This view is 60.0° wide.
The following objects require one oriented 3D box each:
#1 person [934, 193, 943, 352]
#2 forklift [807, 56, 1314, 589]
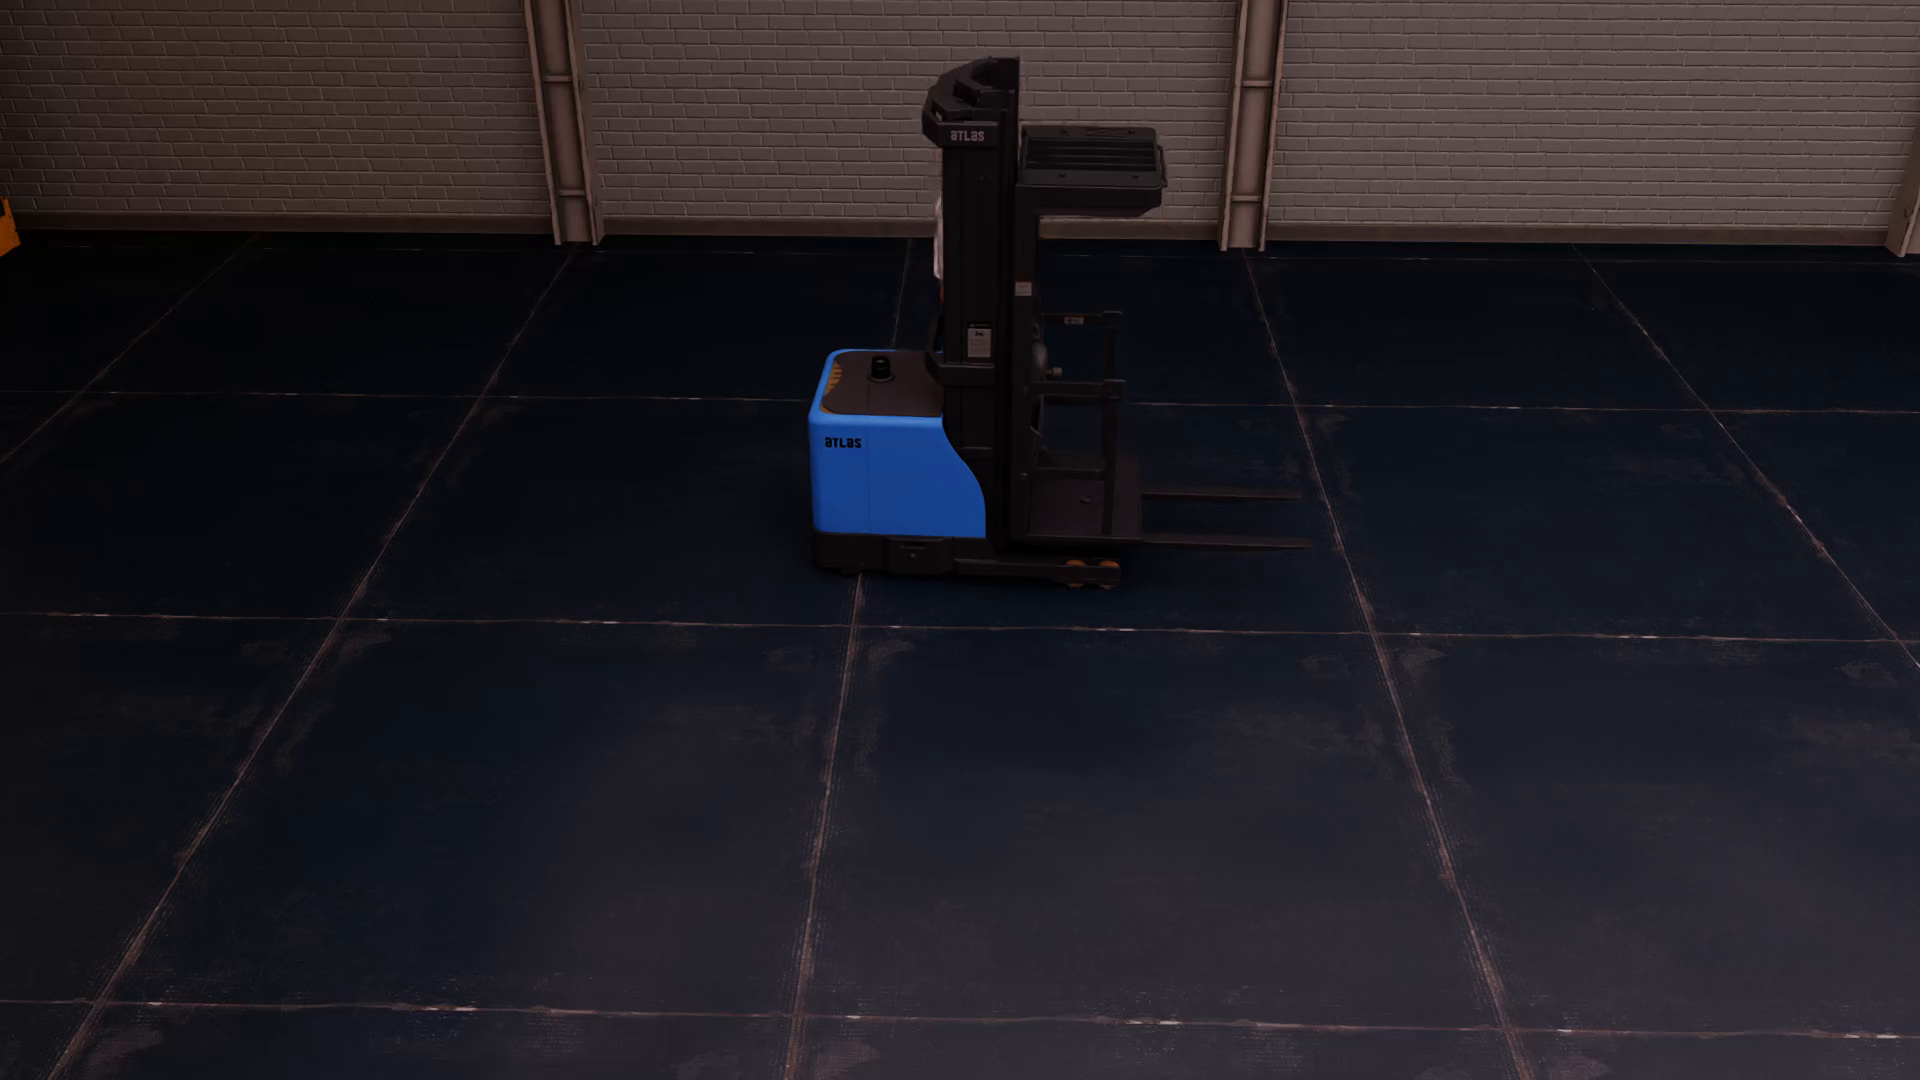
[{"bbox_3d":[-0.012,-1.900,11.642,0.432,1.720,0.852,4,31,7],"label":"person"},{"bbox_3d":[0.637,-1.251,9.736,3.031,2.935,1.130,2,31,3],"label":"forklift"}]
